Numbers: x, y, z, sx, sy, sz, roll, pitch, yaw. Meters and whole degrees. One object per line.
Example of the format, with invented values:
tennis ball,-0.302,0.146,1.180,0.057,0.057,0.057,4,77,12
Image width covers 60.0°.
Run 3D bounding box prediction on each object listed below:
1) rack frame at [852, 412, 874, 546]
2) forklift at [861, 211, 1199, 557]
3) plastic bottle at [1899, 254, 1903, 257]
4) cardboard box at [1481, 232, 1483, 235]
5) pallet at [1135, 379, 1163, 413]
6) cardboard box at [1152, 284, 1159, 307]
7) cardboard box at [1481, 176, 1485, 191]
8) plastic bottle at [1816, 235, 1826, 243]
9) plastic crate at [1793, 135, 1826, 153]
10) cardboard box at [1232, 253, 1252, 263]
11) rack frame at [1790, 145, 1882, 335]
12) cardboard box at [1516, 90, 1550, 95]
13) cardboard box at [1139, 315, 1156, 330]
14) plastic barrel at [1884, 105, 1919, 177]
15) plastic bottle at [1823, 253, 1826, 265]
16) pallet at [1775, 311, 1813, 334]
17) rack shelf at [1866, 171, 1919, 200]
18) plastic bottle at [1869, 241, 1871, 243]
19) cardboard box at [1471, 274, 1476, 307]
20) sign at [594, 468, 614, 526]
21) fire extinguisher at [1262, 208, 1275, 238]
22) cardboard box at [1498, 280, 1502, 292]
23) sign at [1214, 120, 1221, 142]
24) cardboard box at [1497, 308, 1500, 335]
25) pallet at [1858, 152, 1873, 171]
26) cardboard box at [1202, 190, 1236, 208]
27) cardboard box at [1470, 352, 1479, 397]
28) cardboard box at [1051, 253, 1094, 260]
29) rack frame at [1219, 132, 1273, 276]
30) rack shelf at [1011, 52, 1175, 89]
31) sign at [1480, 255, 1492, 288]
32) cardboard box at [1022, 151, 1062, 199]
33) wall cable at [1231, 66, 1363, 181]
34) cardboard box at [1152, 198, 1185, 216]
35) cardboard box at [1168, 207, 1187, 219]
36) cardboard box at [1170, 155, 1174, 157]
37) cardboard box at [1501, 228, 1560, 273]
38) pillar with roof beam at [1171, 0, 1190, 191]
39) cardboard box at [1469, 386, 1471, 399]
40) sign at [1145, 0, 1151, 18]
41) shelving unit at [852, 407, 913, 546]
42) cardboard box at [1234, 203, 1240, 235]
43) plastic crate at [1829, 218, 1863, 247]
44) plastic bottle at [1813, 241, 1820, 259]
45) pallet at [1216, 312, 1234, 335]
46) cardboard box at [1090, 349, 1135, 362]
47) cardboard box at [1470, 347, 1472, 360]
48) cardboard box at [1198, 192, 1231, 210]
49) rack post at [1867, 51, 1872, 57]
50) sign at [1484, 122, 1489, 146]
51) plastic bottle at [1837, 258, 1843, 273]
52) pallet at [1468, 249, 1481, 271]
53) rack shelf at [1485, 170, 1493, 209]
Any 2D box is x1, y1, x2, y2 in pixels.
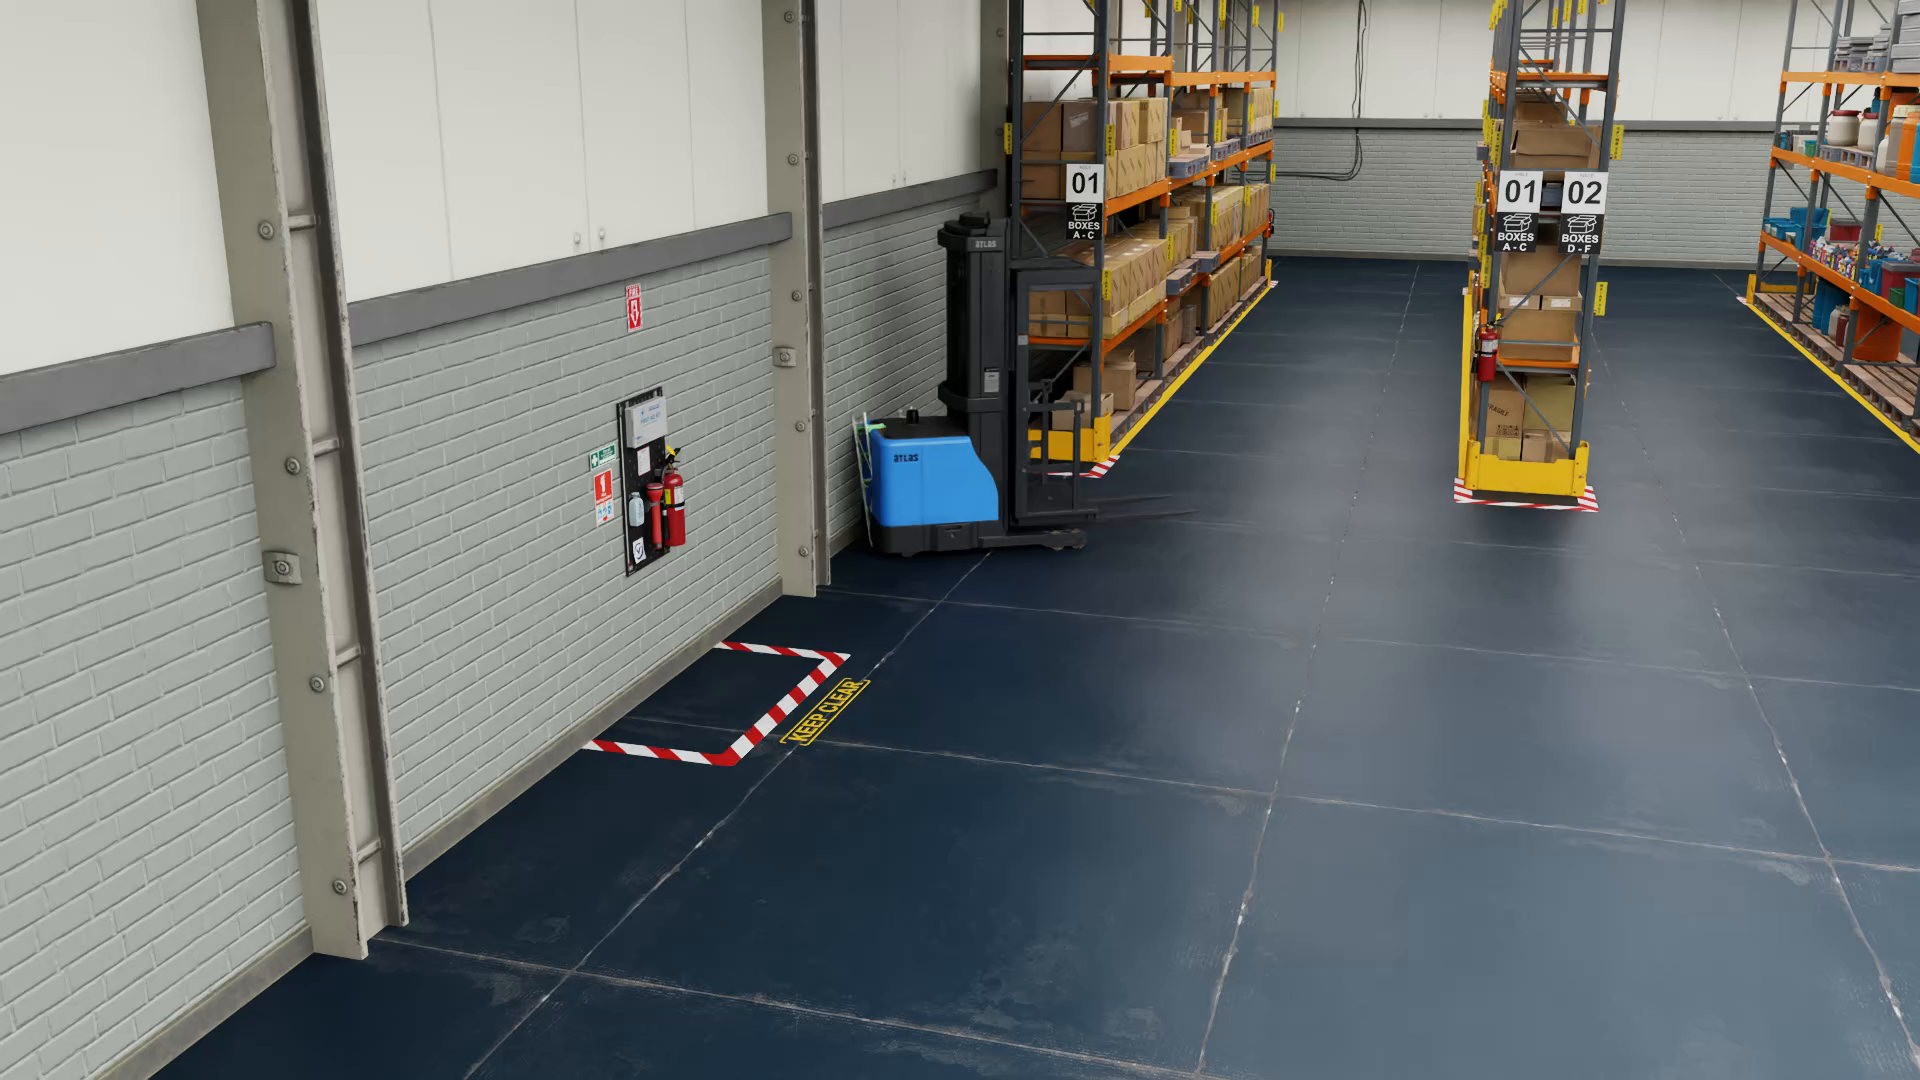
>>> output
rack frame,-0.827,-0.539,14.916,0.015,1.200,0.240,-10,4,-30
forklift,0.662,-1.454,15.005,3.031,2.935,1.130,-4,16,-13
plastic bottle,13.625,-4.014,24.118,0.061,0.283,0.133,5,16,16
cardboard box,8.143,-4.492,24.636,0.700,0.500,0.500,-1,16,-3
pallet,2.027,-1.885,21.508,1.003,0.211,1.213,5,16,16
cardboard box,2.191,-3.065,20.798,0.500,0.250,0.500,5,17,16
cardboard box,9.535,-6.194,29.574,0.500,0.500,0.500,4,16,15
plastic bottle,13.534,-4.628,26.161,0.144,0.351,0.185,5,16,16
plastic crate,14.167,-6.606,27.764,0.437,0.282,0.530,5,16,16
cardboard box,5.189,-5.209,30.741,0.380,0.149,0.250,4,16,14
rack frame,13.956,-4.730,26.427,1.000,3.000,0.127,5,16,16
cardboard box,9.588,-7.337,28.107,0.700,0.500,0.500,5,16,16
cardboard box,2.500,-3.084,23.026,0.500,0.250,0.500,4,16,15
plastic barrel,12.378,-5.169,21.562,0.600,0.901,0.600,0,16,0
plastic bottle,13.137,-4.272,25.178,0.097,0.201,0.097,0,16,0
pallet,14.128,-3.583,27.497,1.003,0.211,1.213,5,16,16
rack shelf,12.251,-4.257,20.582,1.077,0.370,4.000,5,16,16
plastic bottle,14.154,-4.542,25.992,0.152,0.276,0.135,5,16,16
cardboard box,9.098,-4.295,28.669,0.500,0.500,0.500,5,16,16
sign,-2.283,-0.276,10.660,0.001,0.329,0.234,5,16,16
fire extinguisher,6.080,-6.331,32.900,0.296,0.674,0.183,5,16,16
cardboard box,6.018,-2.720,17.970,0.380,0.149,0.250,5,17,18
sign,3.841,-6.100,24.816,0.100,0.325,0.005,5,16,16
cardboard box,6.380,-2.550,18.559,0.700,0.500,0.500,5,17,18
pallet,13.131,-5.228,23.033,1.003,0.211,1.213,5,16,16
cardboard box,4.271,-5.651,27.536,0.500,0.250,0.500,5,17,17
cardboard box,6.219,-1.903,19.357,0.500,0.500,0.500,5,16,16
cardboard box,1.273,-3.063,19.415,0.500,0.500,0.500,4,16,14
rack frame,5.595,-6.544,32.826,1.000,3.000,0.127,5,16,16
rack shelf,1.616,-5.420,19.192,1.077,0.370,4.000,5,16,16
sign,5.282,-2.692,16.687,0.100,0.325,0.005,5,16,16
cardboard box,0.924,-3.988,18.096,0.500,0.500,0.500,6,17,20
wall cable,7.545,-9.389,37.550,3.097,2.526,0.112,5,16,16
cardboard box,3.201,-5.152,25.776,0.500,0.250,0.500,5,17,17
cardboard box,3.175,-4.845,24.657,0.380,0.149,0.250,2,16,7
cardboard box,2.592,-5.305,22.353,0.500,0.311,0.500,5,17,18
cardboard box,6.387,-3.183,18.416,0.700,0.500,0.500,5,16,16
pillar with roof beam,7.955,-8.300,28.023,9.100,9.000,0.400,5,16,16
cardboard box,6.366,-1.673,19.919,0.500,0.250,0.500,5,16,16
sign,2.788,-7.905,24.627,0.100,0.325,0.005,5,16,16
shelving unit,-0.620,-0.574,15.040,0.503,1.200,0.258,-10,4,-30
cardboard box,4.433,-5.424,28.111,0.500,0.500,0.500,5,17,16
plastic crate,14.451,-5.003,27.165,0.402,0.464,0.583,5,16,16
plastic bottle,13.362,-4.513,25.899,0.097,0.271,0.097,0,16,0
pallet,3.966,-3.628,27.655,1.003,0.211,1.213,5,16,16
cardboard box,1.928,-2.139,21.070,0.500,0.500,0.500,3,16,12
cardboard box,7.357,-2.565,23.066,0.500,0.250,0.500,4,16,14
cardboard box,4.127,-5.517,27.066,0.500,0.250,0.500,4,16,15
rack post,13.503,-6.836,23.775,0.937,0.300,0.954,7,17,22
sign,7.552,-5.803,23.766,0.100,0.325,0.005,5,16,16
plastic bottle,12.835,-3.994,24.198,0.097,0.201,0.097,0,16,0
pallet,8.197,-4.159,24.766,1.213,0.211,1.003,5,16,16
rack shelf,7.503,-4.642,21.940,1.077,0.370,4.000,5,16,16
